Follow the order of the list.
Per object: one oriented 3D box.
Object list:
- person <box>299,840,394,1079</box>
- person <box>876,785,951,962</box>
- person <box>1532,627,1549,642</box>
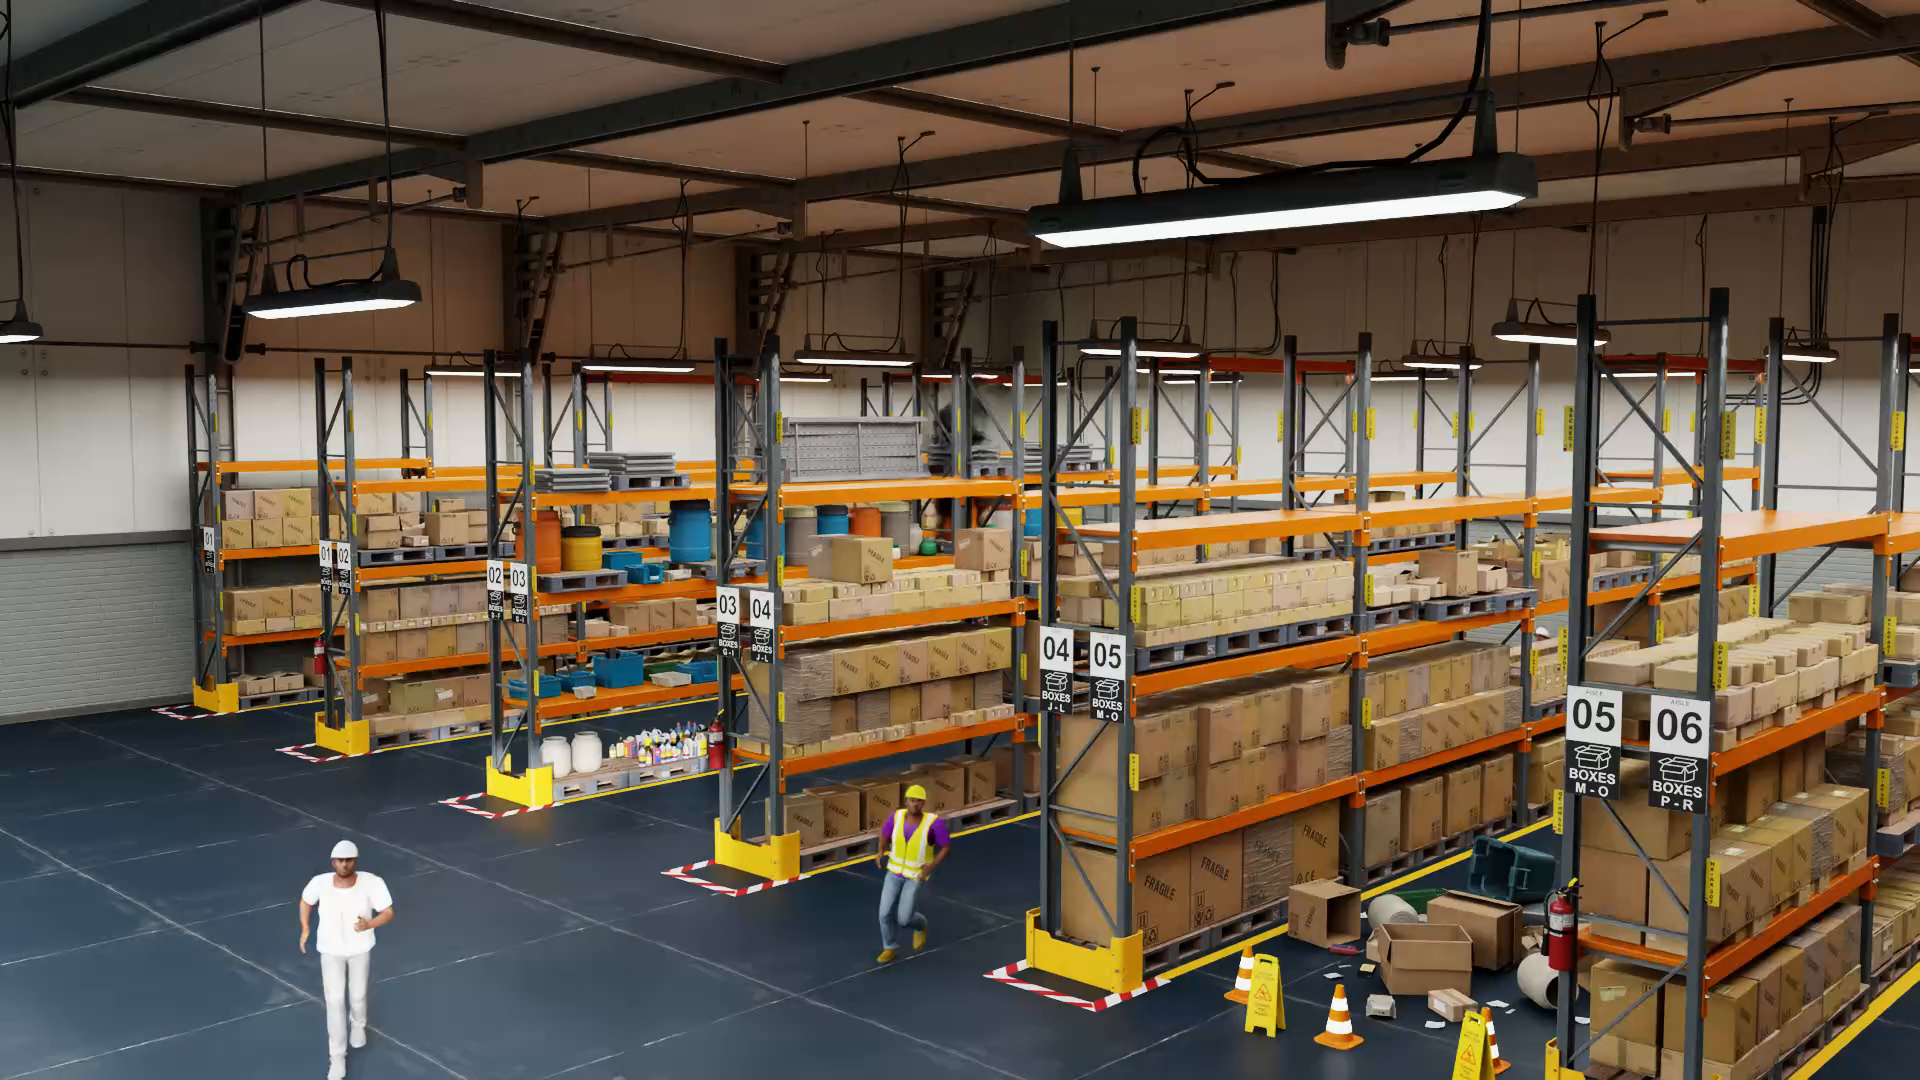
[{"bbox_3d":[-4.847,3.249,13.157,0.707,1.776,0.892,-2,5,-19],"label":"person"},{"bbox_3d":[-0.465,3.128,15.666,0.703,1.685,0.562,2,5,24],"label":"person"},{"bbox_3d":[9.188,2.281,26.228,0.756,1.821,0.641,-4,6,-43],"label":"person"}]
